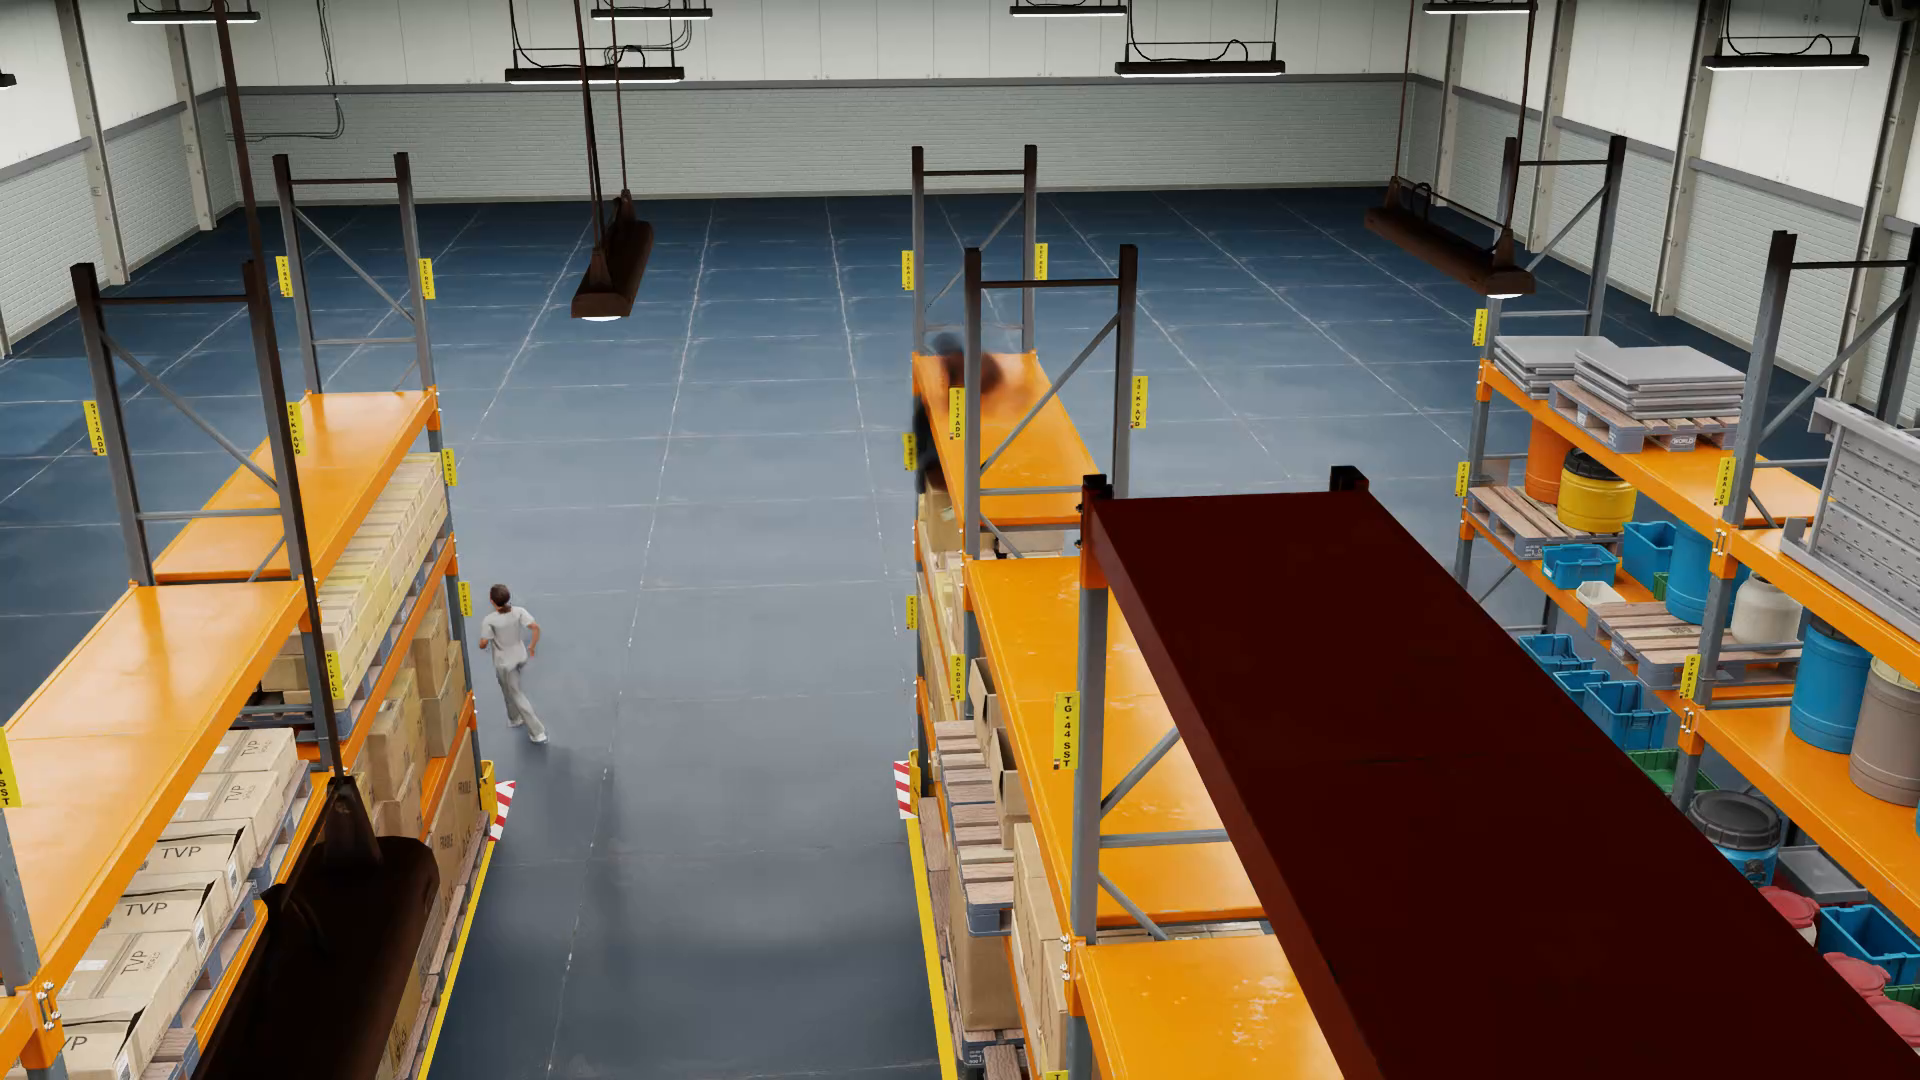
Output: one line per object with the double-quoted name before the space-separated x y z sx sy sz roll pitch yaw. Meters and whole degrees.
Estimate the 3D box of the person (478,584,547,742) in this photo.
"person" -4.405 1.230 16.265 0.750 1.663 0.557 18 28 38
